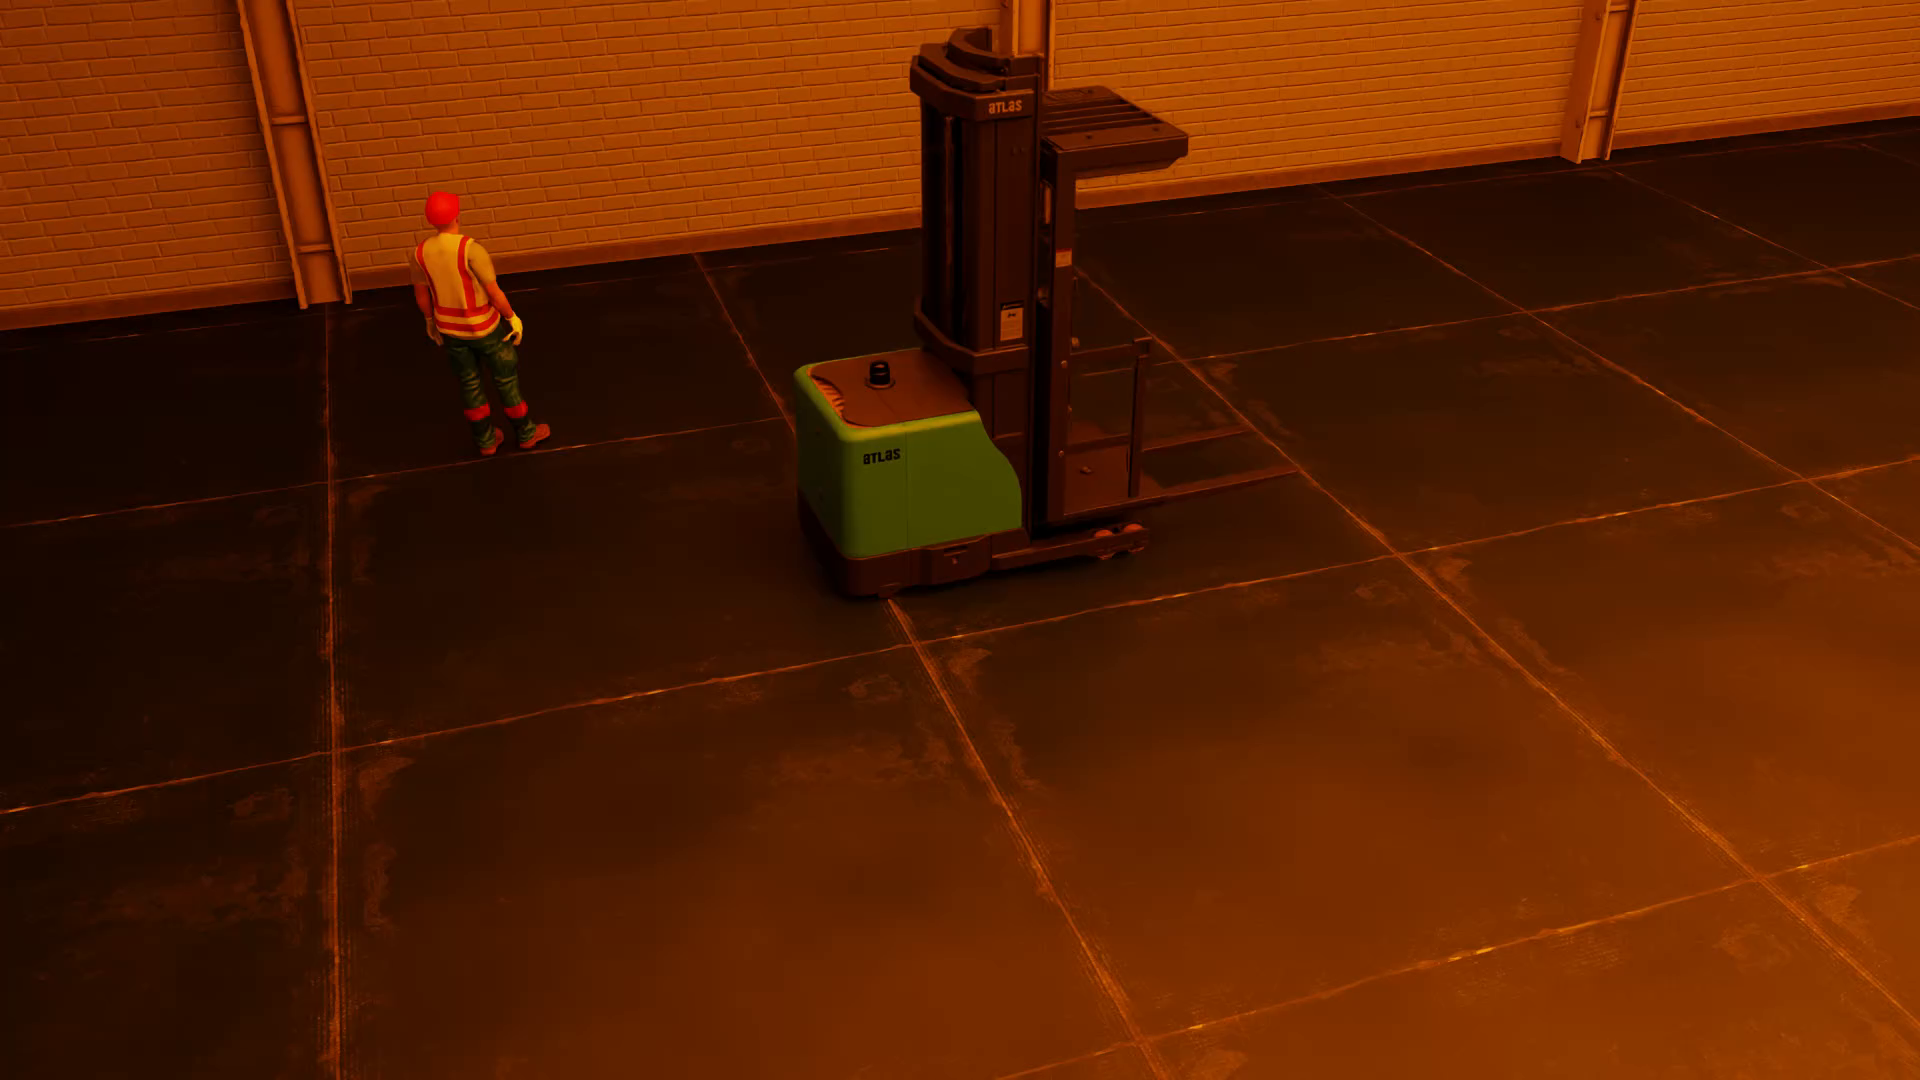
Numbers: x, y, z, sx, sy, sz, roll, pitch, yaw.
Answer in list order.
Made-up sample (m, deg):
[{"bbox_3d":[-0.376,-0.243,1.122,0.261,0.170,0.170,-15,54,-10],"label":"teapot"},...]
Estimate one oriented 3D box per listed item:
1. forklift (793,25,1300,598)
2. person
[{"bbox_3d":[0.589,-1.395,9.511,3.031,2.935,1.130,-11,32,-18],"label":"forklift"},{"bbox_3d":[-3.095,-1.401,10.656,0.648,1.790,0.564,6,30,9],"label":"person"}]
